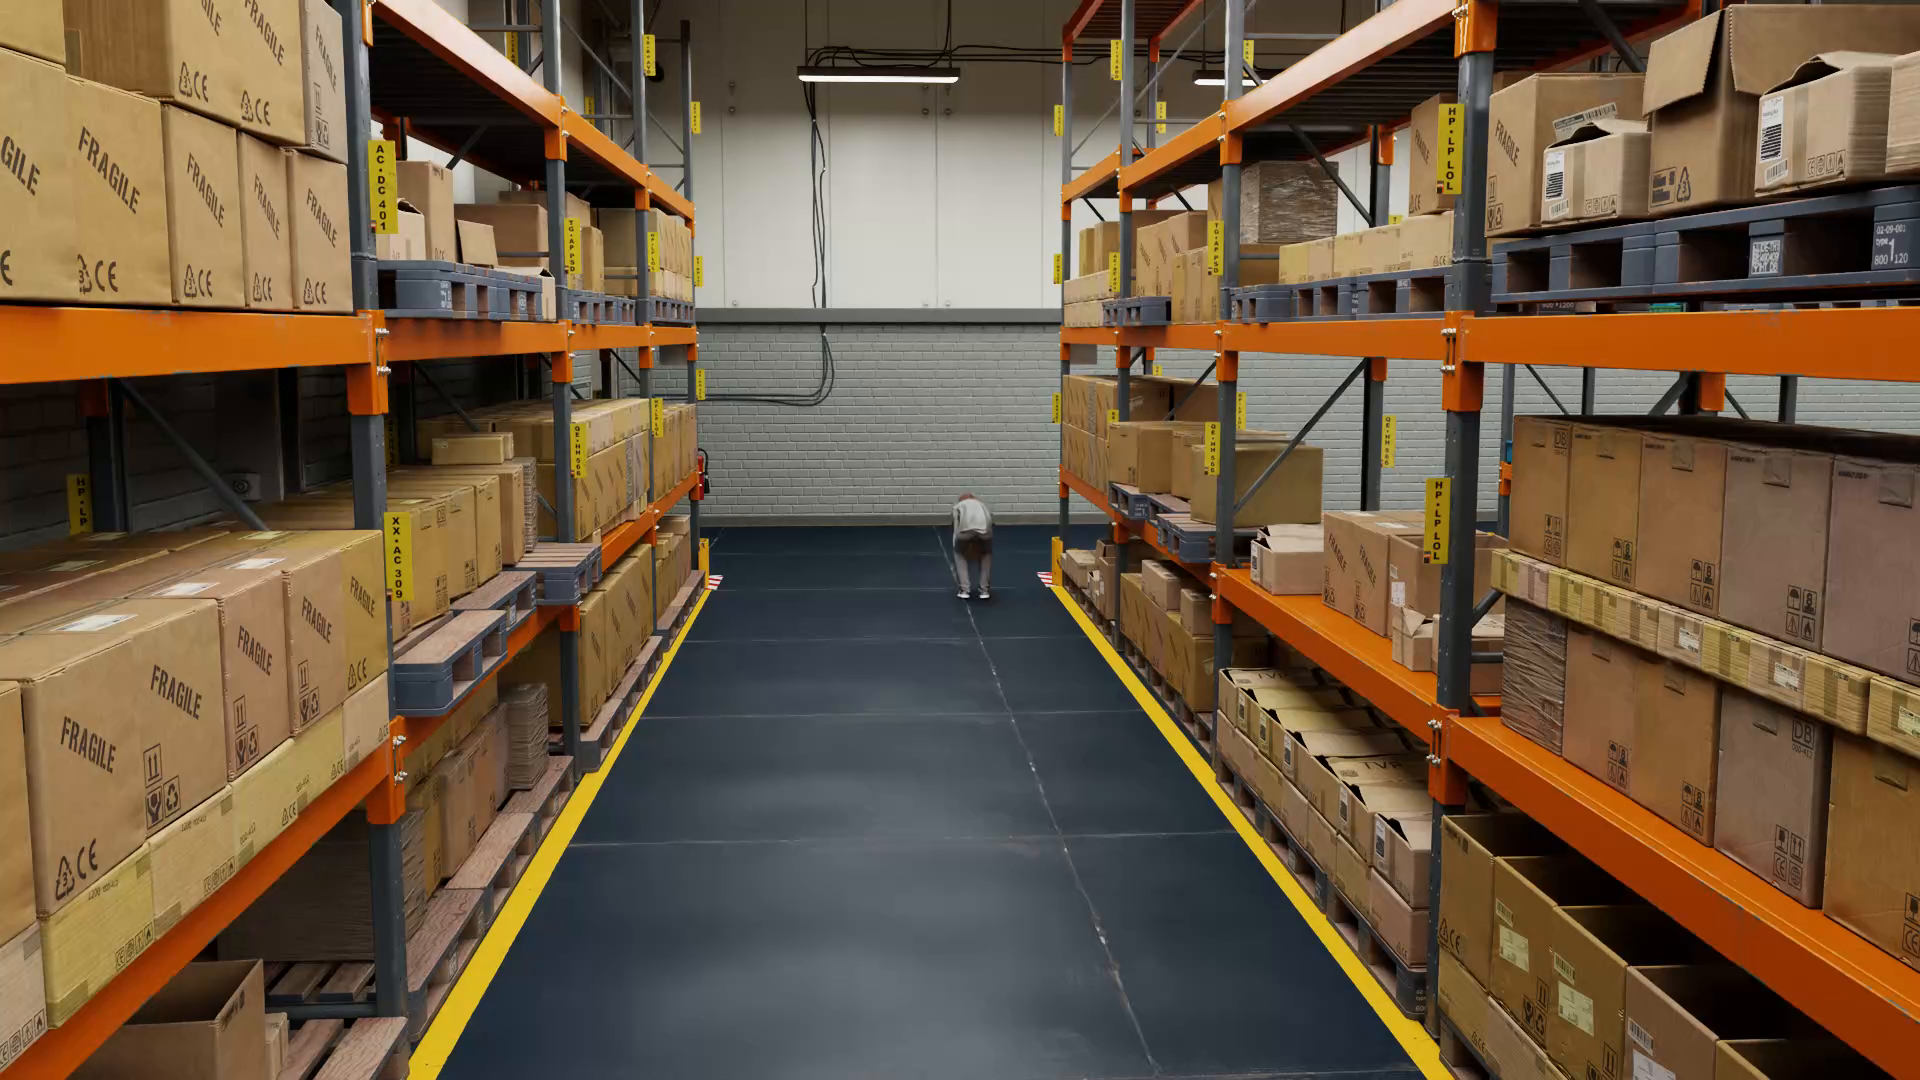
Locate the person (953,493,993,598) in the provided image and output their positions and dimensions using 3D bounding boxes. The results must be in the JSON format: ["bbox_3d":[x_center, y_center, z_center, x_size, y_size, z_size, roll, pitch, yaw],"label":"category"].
[{"bbox_3d":[0.130,0.064,17.491,0.405,1.056,0.852,-1,7,-6],"label":"person"}]
